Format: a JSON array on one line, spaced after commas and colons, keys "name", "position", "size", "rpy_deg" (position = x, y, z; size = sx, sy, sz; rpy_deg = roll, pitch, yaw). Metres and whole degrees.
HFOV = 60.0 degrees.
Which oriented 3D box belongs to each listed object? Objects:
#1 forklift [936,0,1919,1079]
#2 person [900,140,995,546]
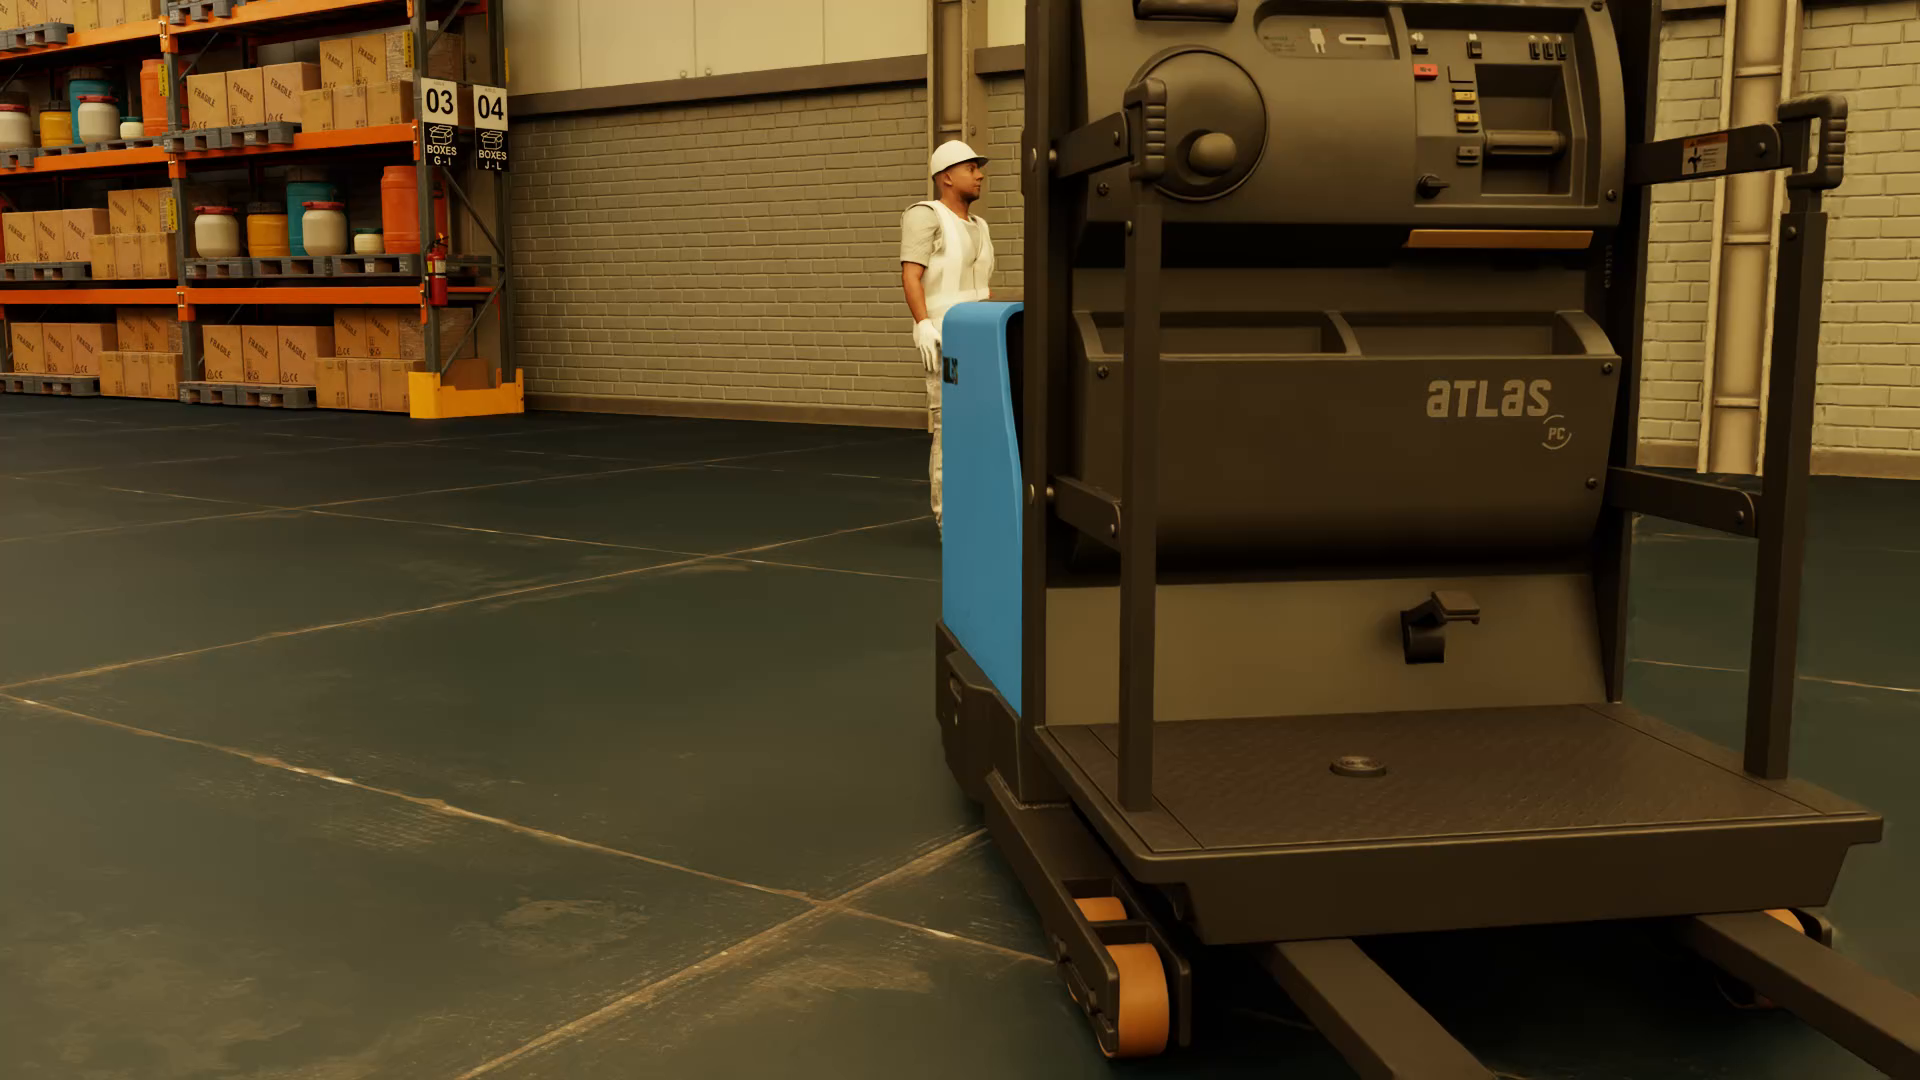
[{"name": "forklift", "position": [0.691, -0.762, 2.551], "size": [1.130, 2.935, 3.031], "rpy_deg": [-1, 8, -9]}, {"name": "person", "position": [0.055, -0.883, 7.430], "size": [0.575, 1.785, 0.657], "rpy_deg": [5, 10, 34]}]
